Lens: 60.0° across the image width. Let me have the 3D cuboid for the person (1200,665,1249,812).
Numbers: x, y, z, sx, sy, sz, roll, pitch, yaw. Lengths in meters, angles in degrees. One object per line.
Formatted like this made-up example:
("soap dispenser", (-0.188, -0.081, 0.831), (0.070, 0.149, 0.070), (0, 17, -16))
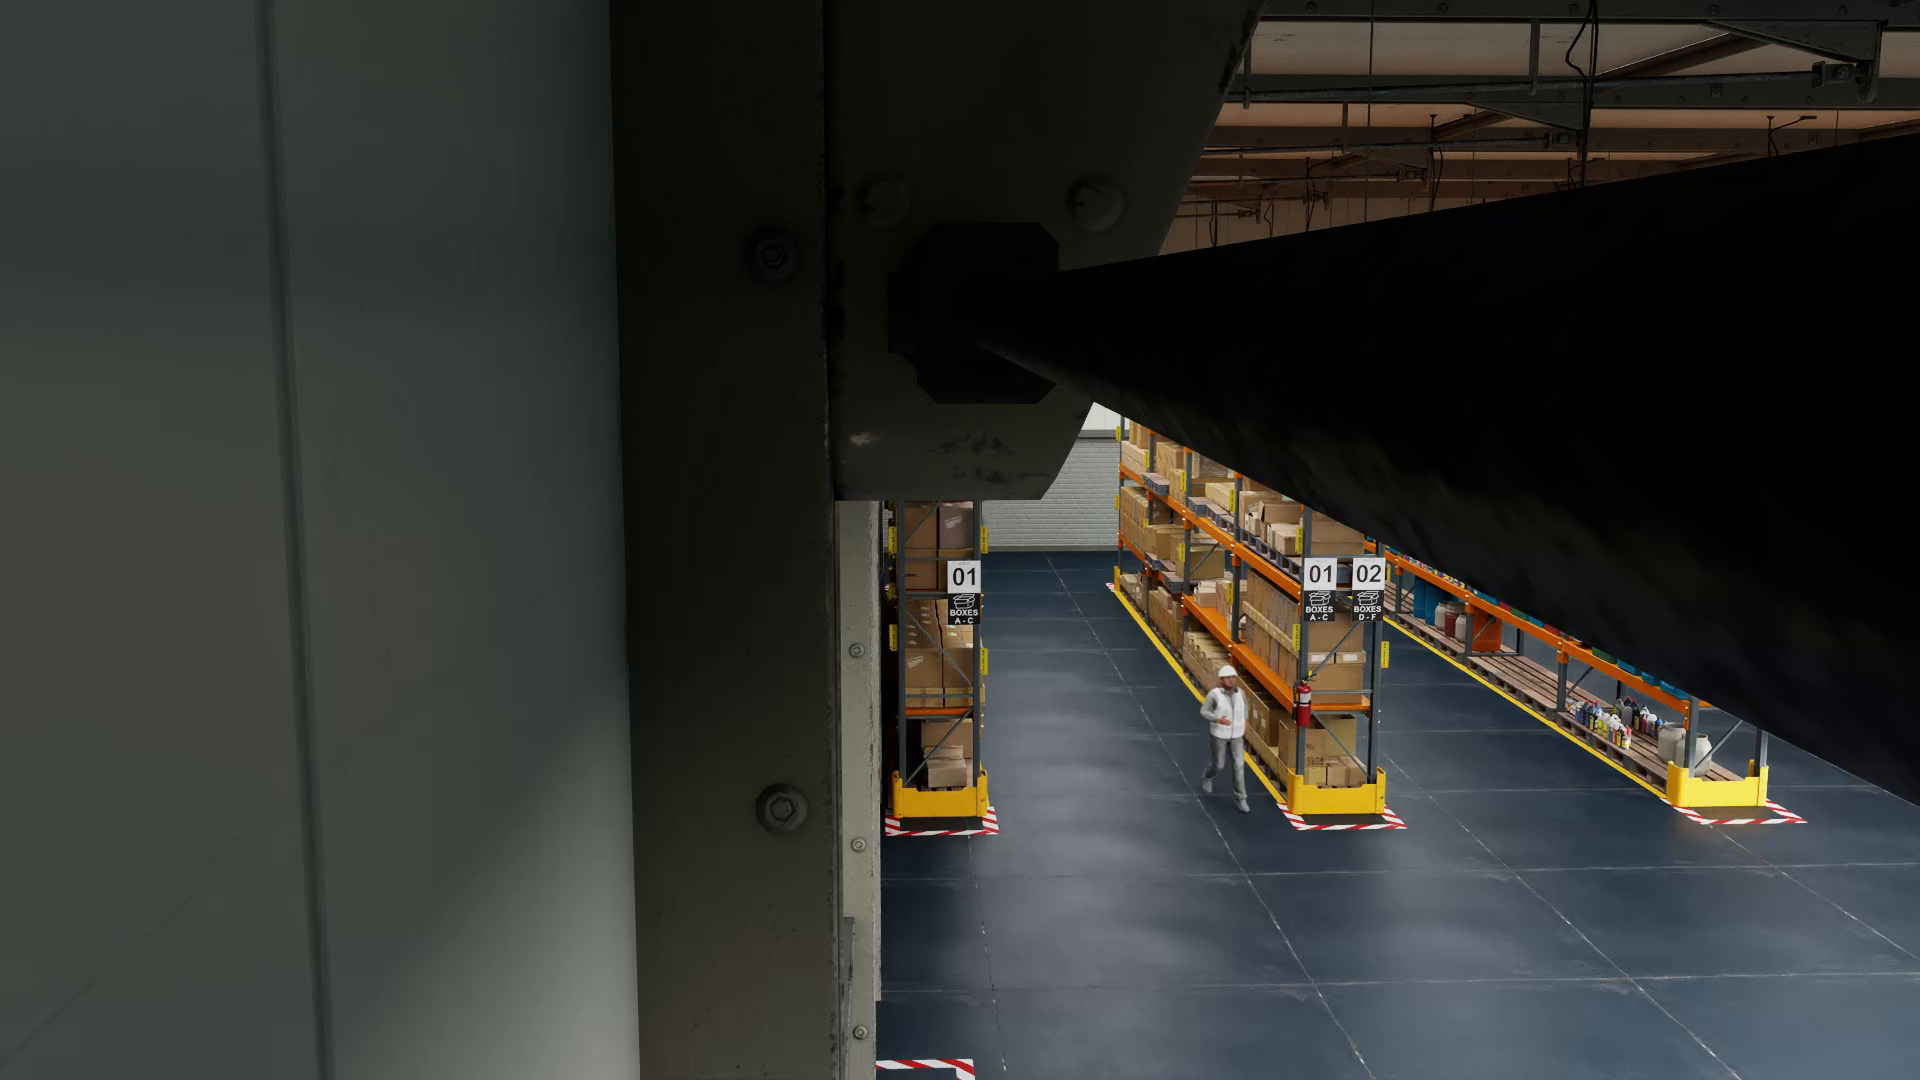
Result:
("person", (3.345, 2.443, 20.882), (0.692, 1.772, 0.945), (-2, 8, -13))
